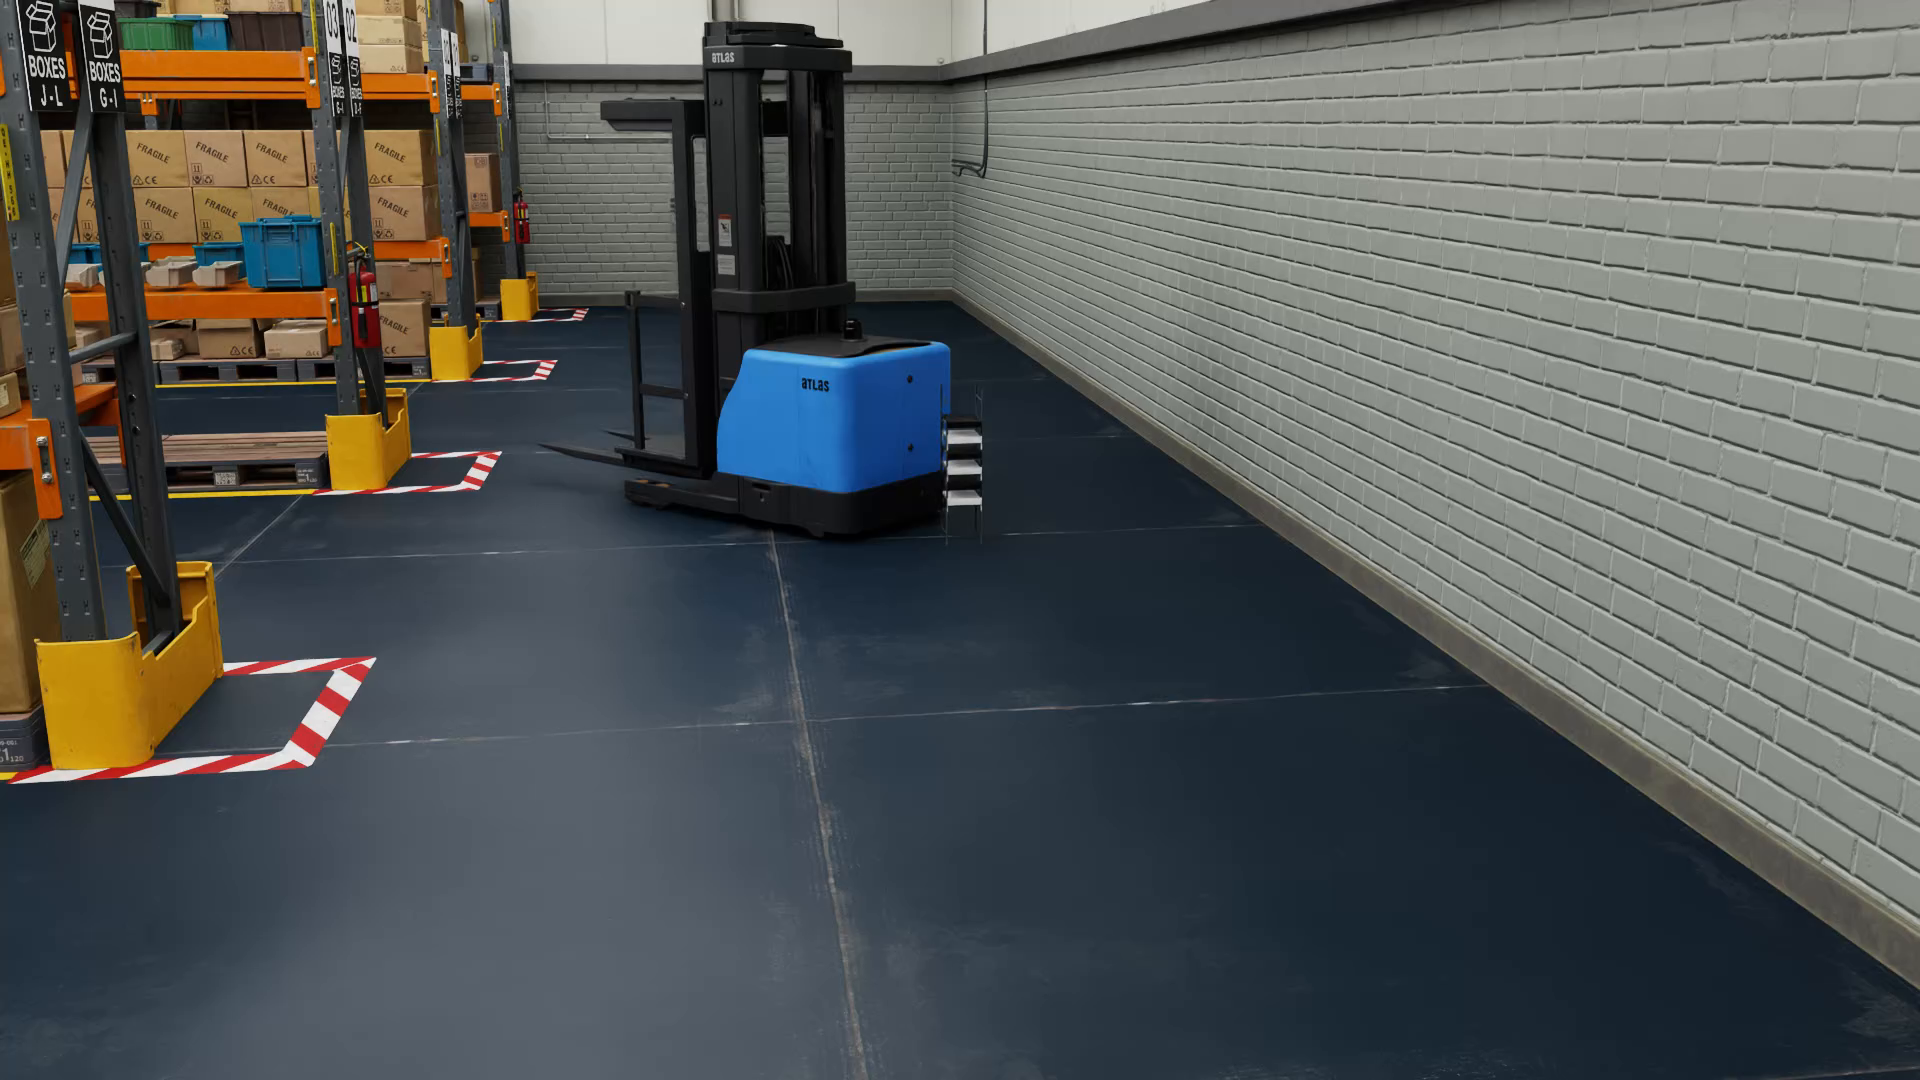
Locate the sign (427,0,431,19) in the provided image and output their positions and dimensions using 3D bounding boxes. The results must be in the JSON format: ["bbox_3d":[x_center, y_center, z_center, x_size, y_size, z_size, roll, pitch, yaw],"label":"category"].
[{"bbox_3d":[-4.783,-4.864,14.962,0.005,0.325,0.100,-2,14,-8],"label":"sign"}]

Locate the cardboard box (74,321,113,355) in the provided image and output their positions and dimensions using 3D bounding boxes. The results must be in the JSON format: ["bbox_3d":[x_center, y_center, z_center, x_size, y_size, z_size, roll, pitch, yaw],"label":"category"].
[{"bbox_3d":[-8.281,-2.058,15.997,0.500,0.500,0.500,-2,14,-8],"label":"cardboard box"}]

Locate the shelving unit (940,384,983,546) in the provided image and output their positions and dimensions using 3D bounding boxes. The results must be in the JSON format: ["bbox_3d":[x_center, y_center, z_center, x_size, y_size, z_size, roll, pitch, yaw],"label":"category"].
[{"bbox_3d":[0.008,-0.437,9.614,0.210,0.900,0.258,-2,14,-8],"label":"shelving unit"}]

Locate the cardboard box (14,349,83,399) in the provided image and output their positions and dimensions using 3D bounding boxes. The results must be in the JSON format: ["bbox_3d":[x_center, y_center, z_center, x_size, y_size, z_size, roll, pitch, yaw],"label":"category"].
[{"bbox_3d":[-3.774,-0.675,6.764,0.250,0.149,0.380,-2,14,-8],"label":"cardboard box"}]

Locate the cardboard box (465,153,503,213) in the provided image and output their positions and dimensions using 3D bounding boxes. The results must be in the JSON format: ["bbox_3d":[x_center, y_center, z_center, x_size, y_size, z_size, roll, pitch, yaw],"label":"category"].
[{"bbox_3d":[-6.091,-4.429,20.601,0.700,0.700,0.980,-1,14,-6],"label":"cardboard box"}]

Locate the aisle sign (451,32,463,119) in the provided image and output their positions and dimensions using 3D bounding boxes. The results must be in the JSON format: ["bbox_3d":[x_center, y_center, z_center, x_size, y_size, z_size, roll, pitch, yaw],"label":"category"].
[{"bbox_3d":[-4.823,-4.447,15.945,0.004,0.787,0.394,-2,14,-8],"label":"aisle sign"}]

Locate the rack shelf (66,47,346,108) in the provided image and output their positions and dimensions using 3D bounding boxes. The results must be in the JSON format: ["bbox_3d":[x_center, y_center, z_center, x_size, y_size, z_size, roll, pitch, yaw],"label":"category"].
[{"bbox_3d":[-6.090,-2.955,10.652,4.000,0.370,1.077,-2,14,-8],"label":"rack shelf"}]

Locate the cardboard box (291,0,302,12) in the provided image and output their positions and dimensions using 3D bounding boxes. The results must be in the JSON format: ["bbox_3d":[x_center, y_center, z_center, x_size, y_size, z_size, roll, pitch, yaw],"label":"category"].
[{"bbox_3d":[-5.859,-5.082,15.390,0.500,0.500,0.700,-2,14,-8],"label":"cardboard box"}]

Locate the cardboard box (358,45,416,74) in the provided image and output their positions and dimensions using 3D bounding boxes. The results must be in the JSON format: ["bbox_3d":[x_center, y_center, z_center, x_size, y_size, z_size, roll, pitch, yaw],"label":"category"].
[{"bbox_3d":[-5.315,-4.414,15.296,0.500,0.250,0.500,-2,14,-8],"label":"cardboard box"}]

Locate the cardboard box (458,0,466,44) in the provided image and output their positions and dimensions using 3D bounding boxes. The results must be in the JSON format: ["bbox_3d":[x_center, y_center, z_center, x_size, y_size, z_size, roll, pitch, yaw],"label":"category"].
[{"bbox_3d":[-6.346,-6.335,20.346,0.500,0.500,0.500,-3,14,-10],"label":"cardboard box"}]

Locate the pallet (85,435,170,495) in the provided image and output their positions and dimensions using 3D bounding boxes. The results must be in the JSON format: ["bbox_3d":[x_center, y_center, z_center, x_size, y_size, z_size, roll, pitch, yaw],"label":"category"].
[{"bbox_3d":[-6.137,-0.505,11.303,1.213,0.211,1.003,-2,14,-8],"label":"pallet"}]

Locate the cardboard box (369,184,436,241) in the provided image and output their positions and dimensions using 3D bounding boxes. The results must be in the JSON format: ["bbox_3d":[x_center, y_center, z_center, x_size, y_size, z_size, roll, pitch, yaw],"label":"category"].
[{"bbox_3d":[-5.249,-3.080,15.632,0.500,0.500,0.500,-2,14,-7],"label":"cardboard box"}]

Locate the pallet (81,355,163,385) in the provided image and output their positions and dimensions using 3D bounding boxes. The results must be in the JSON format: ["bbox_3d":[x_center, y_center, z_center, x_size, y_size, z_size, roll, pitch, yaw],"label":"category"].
[{"bbox_3d":[-8.122,-1.640,15.829,1.213,0.211,1.003,-2,14,-8],"label":"pallet"}]

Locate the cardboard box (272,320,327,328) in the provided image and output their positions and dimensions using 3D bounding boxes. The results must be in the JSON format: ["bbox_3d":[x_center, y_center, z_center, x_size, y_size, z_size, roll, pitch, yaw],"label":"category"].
[{"bbox_3d":[-6.415,-2.005,16.300,0.500,0.250,0.500,-2,14,-8],"label":"cardboard box"}]

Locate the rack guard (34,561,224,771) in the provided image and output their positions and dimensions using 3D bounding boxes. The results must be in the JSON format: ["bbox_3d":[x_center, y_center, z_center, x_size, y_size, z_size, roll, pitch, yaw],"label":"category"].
[{"bbox_3d":[-3.350,0.481,6.775,0.348,0.500,1.175,-2,14,-8],"label":"rack guard"}]

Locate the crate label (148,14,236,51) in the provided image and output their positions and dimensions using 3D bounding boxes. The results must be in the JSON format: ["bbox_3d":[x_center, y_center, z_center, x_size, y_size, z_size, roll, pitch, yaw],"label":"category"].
[{"bbox_3d":[-5.073,-3.349,11.048,0.502,0.251,0.408,-2,14,-8],"label":"crate label"}]

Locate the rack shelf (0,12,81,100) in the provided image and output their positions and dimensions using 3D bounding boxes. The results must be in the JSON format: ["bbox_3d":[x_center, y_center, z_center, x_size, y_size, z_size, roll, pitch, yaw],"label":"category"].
[{"bbox_3d":[-5.352,-1.764,5.901,4.000,0.370,1.077,-2,14,-8],"label":"rack shelf"}]

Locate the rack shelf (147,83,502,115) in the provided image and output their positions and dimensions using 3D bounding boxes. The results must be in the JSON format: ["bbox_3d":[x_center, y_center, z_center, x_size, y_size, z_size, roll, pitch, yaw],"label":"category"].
[{"bbox_3d":[-7.566,-5.338,20.154,4.000,0.370,1.077,-2,14,-8],"label":"rack shelf"}]

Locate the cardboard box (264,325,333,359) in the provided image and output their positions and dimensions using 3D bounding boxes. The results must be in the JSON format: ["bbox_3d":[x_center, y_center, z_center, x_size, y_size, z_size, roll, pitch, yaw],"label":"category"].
[{"bbox_3d":[-6.291,-1.887,15.828,0.500,0.250,0.500,-2,14,-8],"label":"cardboard box"}]

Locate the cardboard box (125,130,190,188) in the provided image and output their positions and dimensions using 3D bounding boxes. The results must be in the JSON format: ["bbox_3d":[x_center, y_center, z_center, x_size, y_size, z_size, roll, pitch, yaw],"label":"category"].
[{"bbox_3d":[-7.275,-3.489,15.205,0.500,0.500,0.500,-3,14,-10],"label":"cardboard box"}]

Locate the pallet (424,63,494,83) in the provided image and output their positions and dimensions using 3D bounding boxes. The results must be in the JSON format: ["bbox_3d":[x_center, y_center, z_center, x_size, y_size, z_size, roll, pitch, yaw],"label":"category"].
[{"bbox_3d":[-6.320,-5.687,20.249,1.213,0.211,1.003,-2,14,-8],"label":"pallet"}]

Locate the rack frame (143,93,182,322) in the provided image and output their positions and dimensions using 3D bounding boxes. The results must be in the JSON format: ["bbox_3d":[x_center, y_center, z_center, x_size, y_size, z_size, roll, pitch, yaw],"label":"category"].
[{"bbox_3d":[-9.543,-4.160,20.143,0.127,3.000,1.000,-2,14,-8],"label":"rack frame"}]

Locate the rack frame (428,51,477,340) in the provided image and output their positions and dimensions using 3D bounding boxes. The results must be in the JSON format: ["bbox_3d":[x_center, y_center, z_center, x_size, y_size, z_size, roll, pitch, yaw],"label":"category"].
[{"bbox_3d":[-4.846,-3.113,15.970,0.127,3.000,1.000,-2,14,-8],"label":"rack frame"}]

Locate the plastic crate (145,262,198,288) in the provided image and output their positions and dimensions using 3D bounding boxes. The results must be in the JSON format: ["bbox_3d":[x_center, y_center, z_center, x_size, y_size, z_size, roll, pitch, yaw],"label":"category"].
[{"bbox_3d":[-5.180,-1.743,10.924,0.243,0.136,0.396,-2,14,-8],"label":"plastic crate"}]

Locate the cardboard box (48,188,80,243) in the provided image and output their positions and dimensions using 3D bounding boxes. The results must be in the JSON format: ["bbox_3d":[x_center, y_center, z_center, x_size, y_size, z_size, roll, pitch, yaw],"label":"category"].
[{"bbox_3d":[-8.257,-2.970,15.192,0.500,0.500,0.500,-2,14,-7],"label":"cardboard box"}]

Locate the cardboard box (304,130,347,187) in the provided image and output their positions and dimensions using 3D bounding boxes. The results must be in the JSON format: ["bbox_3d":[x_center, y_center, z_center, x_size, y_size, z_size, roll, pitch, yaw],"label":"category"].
[{"bbox_3d":[-5.745,-3.546,15.434,0.500,0.500,0.500,-2,14,-7],"label":"cardboard box"}]

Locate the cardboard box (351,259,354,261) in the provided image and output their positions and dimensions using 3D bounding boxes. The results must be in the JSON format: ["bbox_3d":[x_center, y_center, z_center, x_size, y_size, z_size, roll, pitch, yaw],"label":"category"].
[{"bbox_3d":[-7.425,-3.568,20.723,0.250,0.149,0.380,-2,14,-8],"label":"cardboard box"}]

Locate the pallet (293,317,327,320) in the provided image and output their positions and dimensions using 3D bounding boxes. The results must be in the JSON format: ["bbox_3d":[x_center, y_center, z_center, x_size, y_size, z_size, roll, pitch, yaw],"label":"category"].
[{"bbox_3d":[-7.571,-2.861,20.696,1.213,0.211,1.003,-2,14,-8],"label":"pallet"}]

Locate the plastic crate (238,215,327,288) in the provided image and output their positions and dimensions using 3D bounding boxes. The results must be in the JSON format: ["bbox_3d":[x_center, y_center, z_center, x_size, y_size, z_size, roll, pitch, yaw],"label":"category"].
[{"bbox_3d":[-4.415,-1.911,10.979,0.499,0.435,0.616,-2,14,-8],"label":"plastic crate"}]

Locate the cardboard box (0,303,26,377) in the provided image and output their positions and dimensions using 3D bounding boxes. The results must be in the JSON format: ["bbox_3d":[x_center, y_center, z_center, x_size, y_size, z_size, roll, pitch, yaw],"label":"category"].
[{"bbox_3d":[-3.814,-0.721,6.125,0.500,0.250,0.500,-2,14,-9],"label":"cardboard box"}]

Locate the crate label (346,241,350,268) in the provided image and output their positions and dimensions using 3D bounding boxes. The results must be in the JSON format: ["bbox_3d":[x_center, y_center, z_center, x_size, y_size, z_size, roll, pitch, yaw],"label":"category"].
[{"bbox_3d":[-4.405,-1.940,11.512,0.303,0.233,0.416,-2,14,-8],"label":"crate label"}]

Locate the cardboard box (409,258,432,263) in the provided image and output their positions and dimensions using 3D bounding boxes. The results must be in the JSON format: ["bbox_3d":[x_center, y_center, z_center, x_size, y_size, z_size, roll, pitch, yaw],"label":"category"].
[{"bbox_3d":[-6.618,-3.503,20.467,0.250,0.149,0.380,-2,14,-7],"label":"cardboard box"}]

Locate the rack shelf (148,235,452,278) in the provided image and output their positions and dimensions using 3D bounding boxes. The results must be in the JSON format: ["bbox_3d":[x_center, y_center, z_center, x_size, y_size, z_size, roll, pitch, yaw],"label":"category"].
[{"bbox_3d":[-6.824,-2.692,15.768,4.000,0.370,1.077,-2,14,-8],"label":"rack shelf"}]

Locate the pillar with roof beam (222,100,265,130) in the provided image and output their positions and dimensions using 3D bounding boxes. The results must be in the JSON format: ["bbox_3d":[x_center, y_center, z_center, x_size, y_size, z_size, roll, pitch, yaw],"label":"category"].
[{"bbox_3d":[-8.339,-6.268,16.215,0.400,9.000,9.100,-2,14,-8],"label":"pillar with roof beam"}]

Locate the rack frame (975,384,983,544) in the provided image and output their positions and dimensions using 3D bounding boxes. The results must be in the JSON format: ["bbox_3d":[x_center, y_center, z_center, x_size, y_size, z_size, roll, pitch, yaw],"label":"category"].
[{"bbox_3d":[0.109,-0.440,9.628,0.006,0.900,0.240,-2,14,-8],"label":"rack frame"}]

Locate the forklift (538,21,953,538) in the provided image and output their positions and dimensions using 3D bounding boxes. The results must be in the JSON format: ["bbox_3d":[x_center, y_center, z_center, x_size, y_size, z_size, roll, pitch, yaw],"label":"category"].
[{"bbox_3d":[-1.513,-1.703,10.489,3.031,2.935,1.130,11,18,37],"label":"forklift"}]

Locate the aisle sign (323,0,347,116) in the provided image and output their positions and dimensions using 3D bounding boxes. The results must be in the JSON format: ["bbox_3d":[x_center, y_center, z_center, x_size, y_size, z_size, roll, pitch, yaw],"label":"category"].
[{"bbox_3d":[-3.997,-3.115,10.632,0.004,0.787,0.394,-2,14,-8],"label":"aisle sign"}]

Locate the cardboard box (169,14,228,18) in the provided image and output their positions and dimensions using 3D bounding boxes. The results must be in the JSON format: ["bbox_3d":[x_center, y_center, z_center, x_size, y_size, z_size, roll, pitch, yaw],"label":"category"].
[{"bbox_3d":[-6.799,-4.603,15.024,0.500,0.250,0.500,-2,14,-8],"label":"cardboard box"}]

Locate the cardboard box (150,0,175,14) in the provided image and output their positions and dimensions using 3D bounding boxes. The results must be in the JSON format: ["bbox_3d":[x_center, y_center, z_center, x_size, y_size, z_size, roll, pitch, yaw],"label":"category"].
[{"bbox_3d":[-7.317,-4.987,15.015,0.500,0.500,0.700,-2,14,-8],"label":"cardboard box"}]

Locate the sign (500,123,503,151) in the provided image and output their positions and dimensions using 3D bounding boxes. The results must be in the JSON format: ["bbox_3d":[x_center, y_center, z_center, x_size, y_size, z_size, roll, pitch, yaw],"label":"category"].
[{"bbox_3d":[-5.521,-4.850,20.029,0.005,0.325,0.100,-2,14,-8],"label":"sign"}]

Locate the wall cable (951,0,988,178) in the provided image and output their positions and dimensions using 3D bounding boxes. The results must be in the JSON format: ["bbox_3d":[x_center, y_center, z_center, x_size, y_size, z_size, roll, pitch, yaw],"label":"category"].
[{"bbox_3d":[0.058,-5.828,20.843,0.112,2.526,3.097,-2,14,-8],"label":"wall cable"}]

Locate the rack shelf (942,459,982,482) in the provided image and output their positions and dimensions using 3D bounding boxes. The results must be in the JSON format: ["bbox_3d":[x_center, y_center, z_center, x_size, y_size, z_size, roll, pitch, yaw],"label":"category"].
[{"bbox_3d":[0.008,-0.404,9.622,0.200,0.077,0.258,-2,14,-8],"label":"rack shelf"}]

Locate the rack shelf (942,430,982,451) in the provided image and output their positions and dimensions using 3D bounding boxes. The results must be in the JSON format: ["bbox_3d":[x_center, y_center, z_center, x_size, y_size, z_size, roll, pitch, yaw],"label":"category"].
[{"bbox_3d":[0.008,-0.579,9.578,0.200,0.077,0.258,-2,14,-8],"label":"rack shelf"}]

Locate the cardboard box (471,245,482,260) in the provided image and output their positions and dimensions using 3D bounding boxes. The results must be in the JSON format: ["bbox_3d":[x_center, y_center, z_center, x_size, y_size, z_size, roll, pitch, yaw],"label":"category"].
[{"bbox_3d":[-6.171,-3.614,20.908,0.250,0.149,0.380,-2,14,-8],"label":"cardboard box"}]

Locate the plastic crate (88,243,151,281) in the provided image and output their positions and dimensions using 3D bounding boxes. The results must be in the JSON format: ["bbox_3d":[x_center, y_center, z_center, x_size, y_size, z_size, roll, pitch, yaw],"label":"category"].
[{"bbox_3d":[-5.707,-1.892,11.321,0.300,0.233,0.416,-2,14,-8],"label":"plastic crate"}]

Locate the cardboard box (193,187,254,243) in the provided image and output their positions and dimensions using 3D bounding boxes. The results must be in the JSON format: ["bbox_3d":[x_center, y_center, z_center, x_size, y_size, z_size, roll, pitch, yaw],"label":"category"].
[{"bbox_3d":[-6.754,-3.026,15.414,0.500,0.500,0.500,-2,14,-9],"label":"cardboard box"}]

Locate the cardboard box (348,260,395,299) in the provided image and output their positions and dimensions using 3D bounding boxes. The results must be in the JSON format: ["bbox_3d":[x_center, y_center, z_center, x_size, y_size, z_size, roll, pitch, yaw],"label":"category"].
[{"bbox_3d":[-7.257,-3.210,20.631,0.500,0.500,0.700,-3,14,-10],"label":"cardboard box"}]
